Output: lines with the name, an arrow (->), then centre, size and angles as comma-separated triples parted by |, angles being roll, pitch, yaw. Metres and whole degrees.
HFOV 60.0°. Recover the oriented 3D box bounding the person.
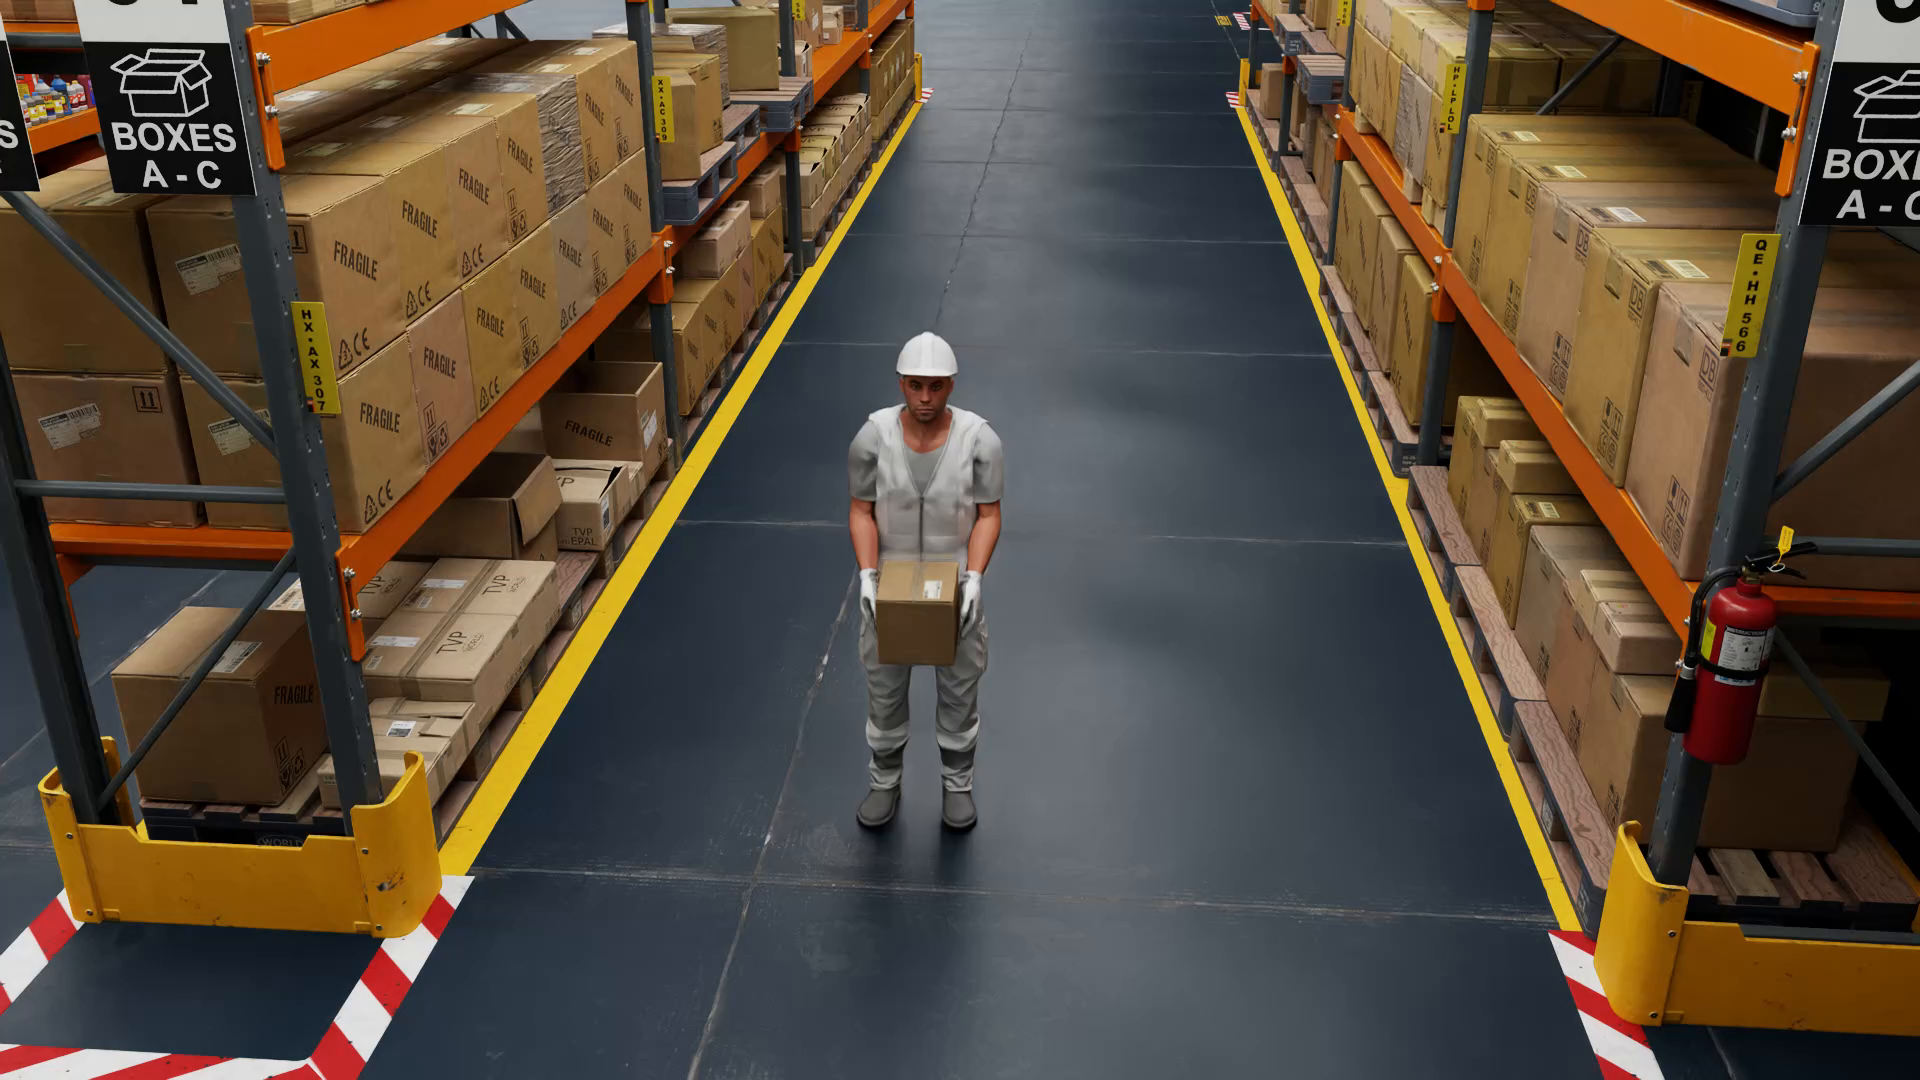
person -> -0.118, 0.176, 5.679 | 0.529, 1.794, 0.498 | 2, 24, 3
